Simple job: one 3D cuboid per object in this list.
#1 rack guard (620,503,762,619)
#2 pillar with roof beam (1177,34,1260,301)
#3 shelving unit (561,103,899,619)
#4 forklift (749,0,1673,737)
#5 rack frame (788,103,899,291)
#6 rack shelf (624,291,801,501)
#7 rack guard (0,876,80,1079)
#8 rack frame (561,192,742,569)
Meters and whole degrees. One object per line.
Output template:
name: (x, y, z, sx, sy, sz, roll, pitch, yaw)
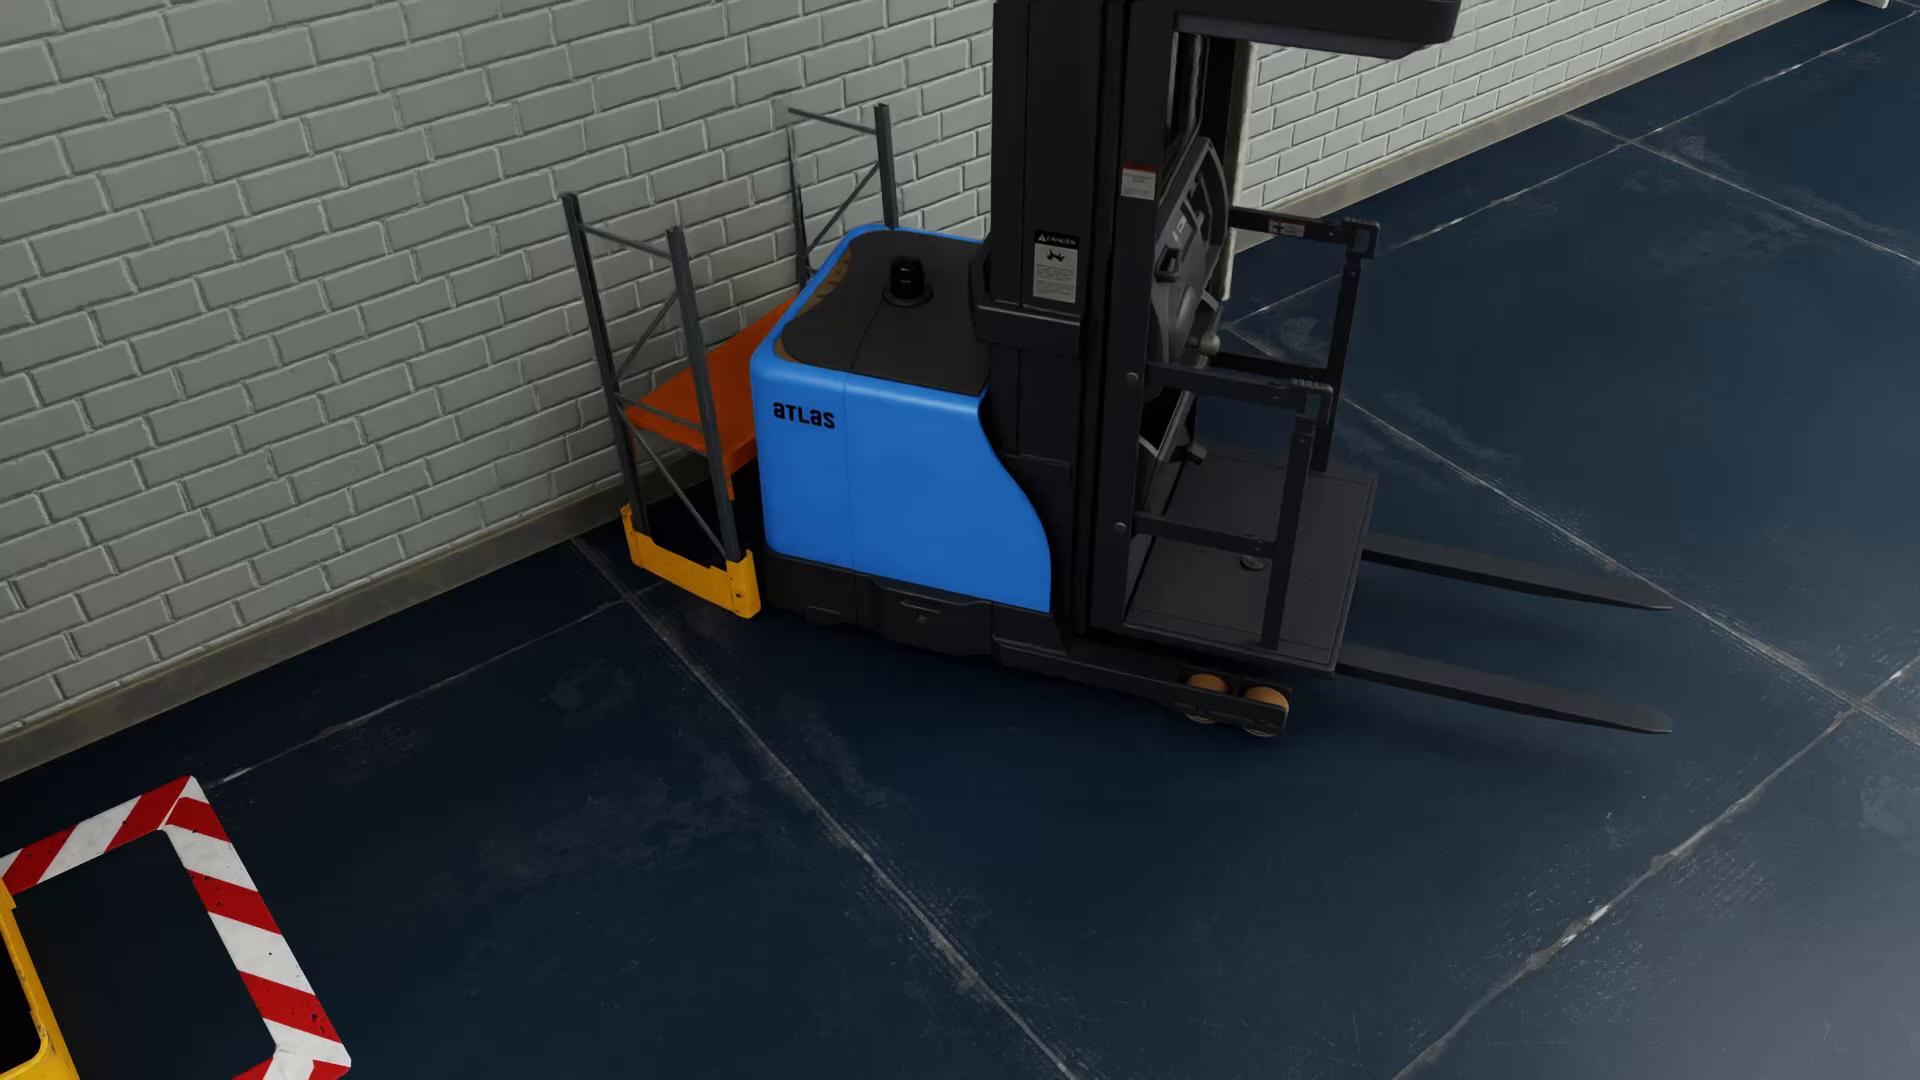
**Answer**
rack guard: (-0.967, 0.068, 5.970, 0.587, 0.250, 0.087, 22, 45, 29)
pillar with roof beam: (3.608, -2.422, 2.107, 0.400, 9.000, 9.100, -26, 46, -28)
shelving unit: (-0.712, -0.685, 5.892, 0.587, 1.500, 1.083, 22, 45, 29)
forklift: (0.885, -0.868, 4.997, 3.031, 2.935, 1.130, 12, 41, 14)
rack frame: (-0.410, -0.958, 6.212, 0.500, 1.500, 0.032, 22, 45, 29)
rack shelf: (-0.696, -0.549, 6.009, 0.538, 0.185, 1.000, 22, 45, 29)
rack guard: (-2.652, 1.193, 4.402, 0.348, 0.500, 1.175, -26, 46, -28)
rack frame: (-1.003, -0.422, 5.584, 0.500, 1.500, 0.032, 22, 45, 29)
